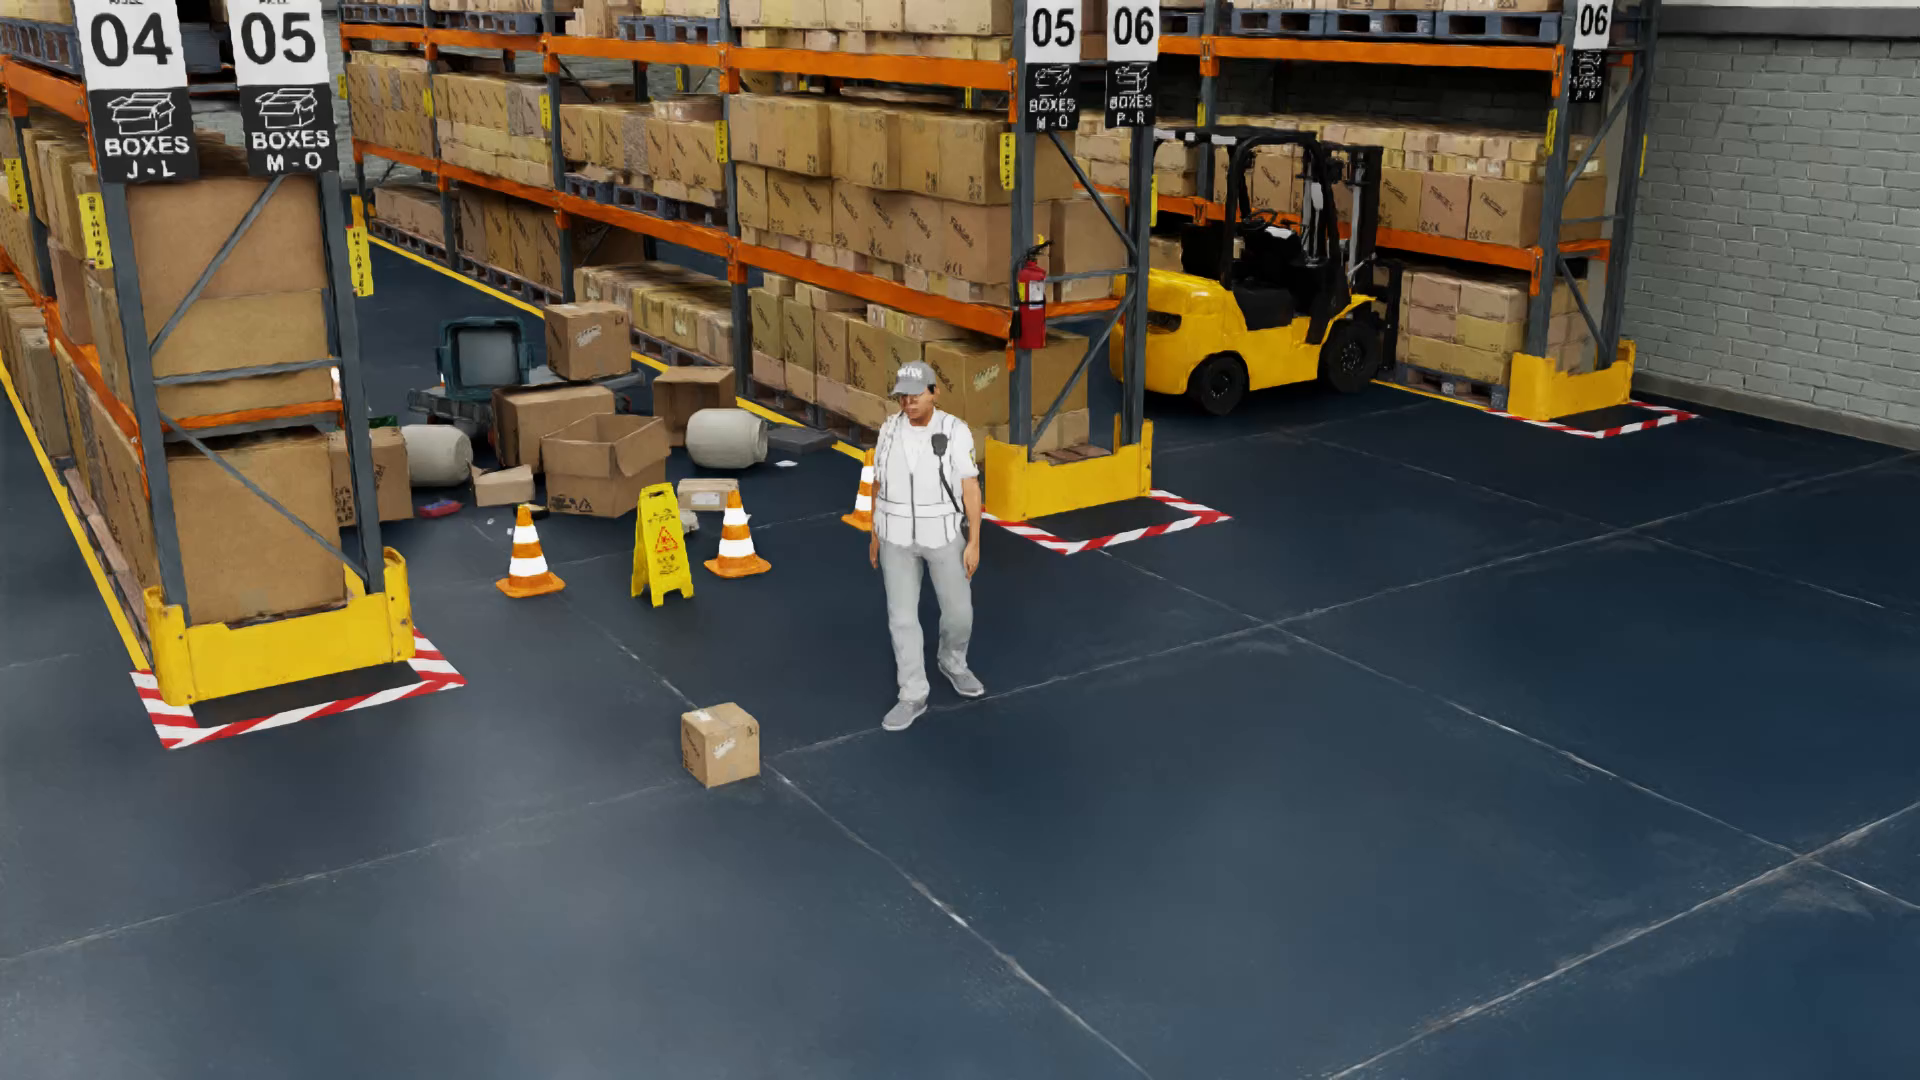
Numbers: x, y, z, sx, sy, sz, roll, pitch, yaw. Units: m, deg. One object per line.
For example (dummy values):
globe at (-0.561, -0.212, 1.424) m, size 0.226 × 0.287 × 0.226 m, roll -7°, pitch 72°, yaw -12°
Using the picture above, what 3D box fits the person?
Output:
person at (-0.160, -0.006, 7.572) m, size 0.532 × 1.660 × 0.634 m, roll 3°, pitch 18°, yaw 10°
